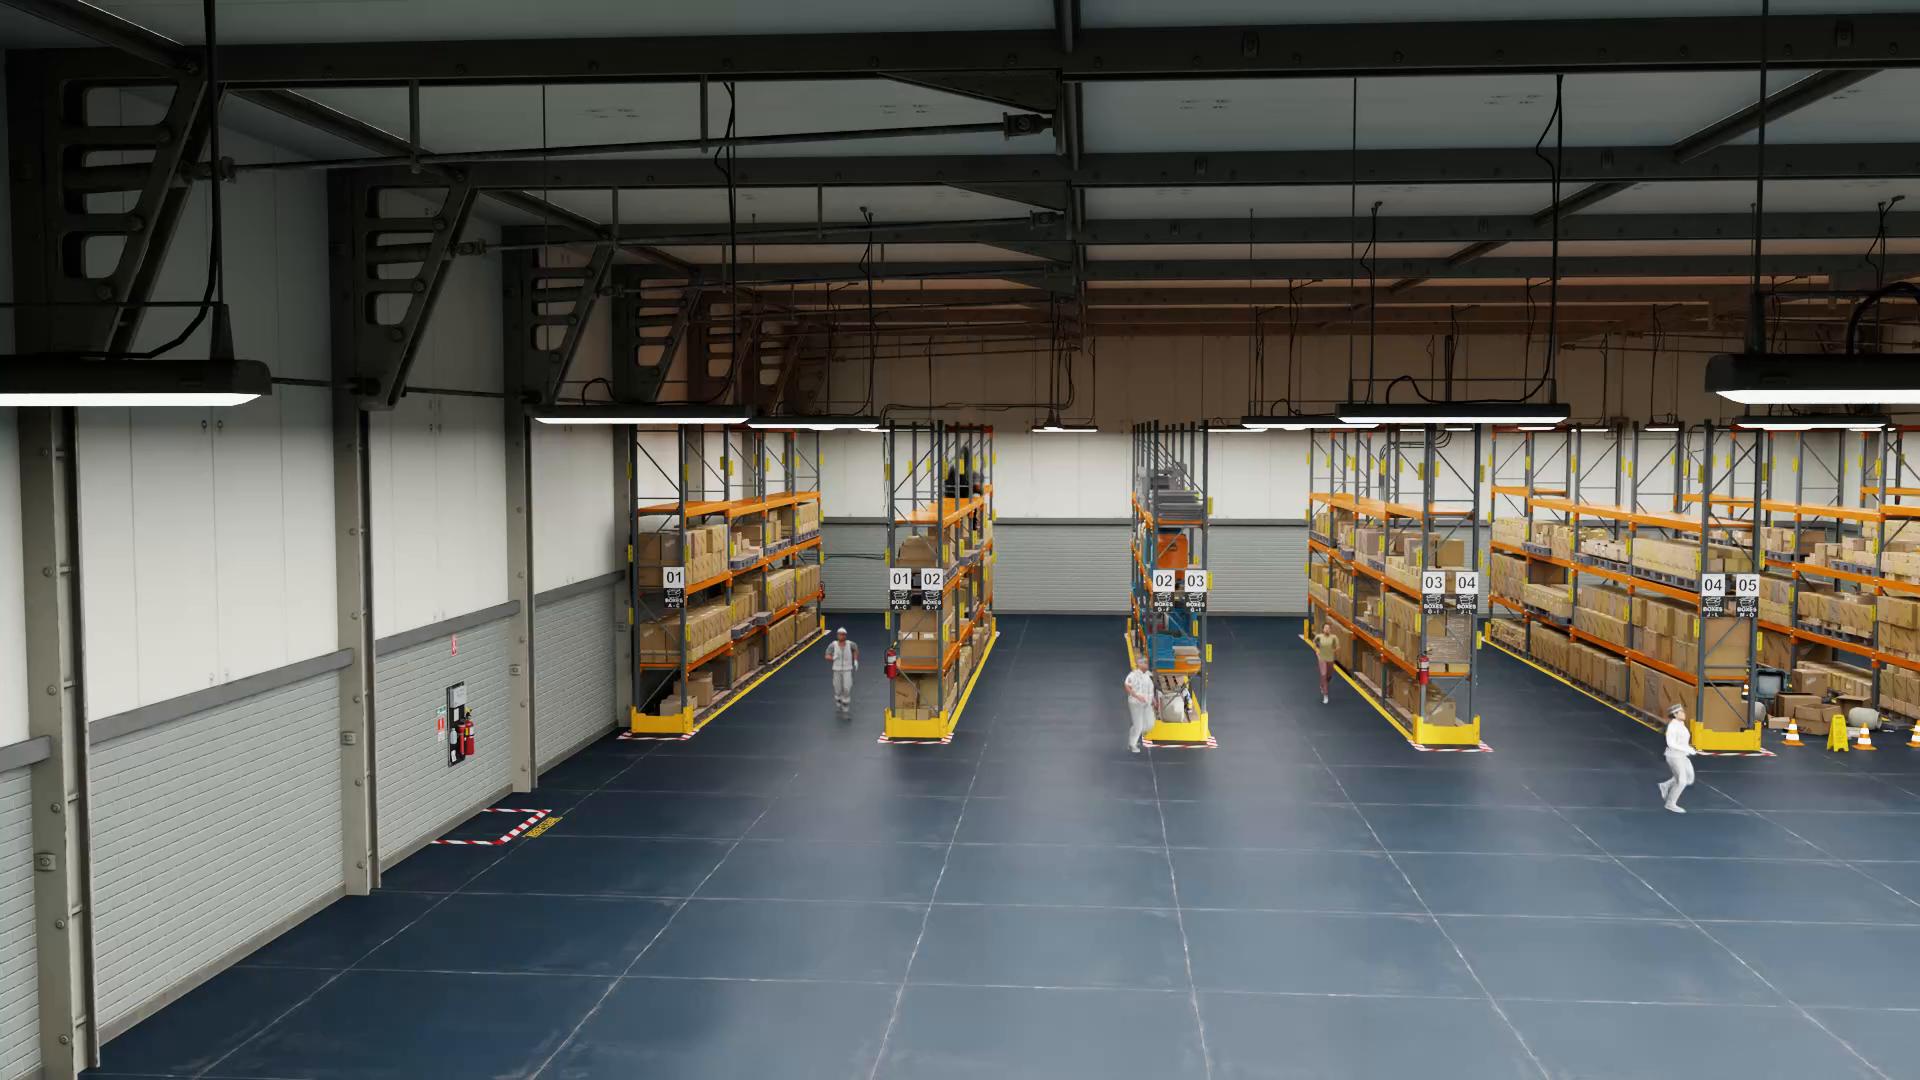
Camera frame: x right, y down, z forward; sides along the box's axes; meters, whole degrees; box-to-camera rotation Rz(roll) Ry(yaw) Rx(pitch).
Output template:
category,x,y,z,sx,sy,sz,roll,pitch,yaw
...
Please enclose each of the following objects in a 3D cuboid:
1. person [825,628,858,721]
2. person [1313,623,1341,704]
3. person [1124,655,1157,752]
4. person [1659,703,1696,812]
category,x,y,z,sx,sy,sz,roll,pitch,yaw
person,-2.397,2.684,33.667,0.662,1.846,0.836,0,4,-3
person,7.936,2.622,35.932,0.542,1.693,1.085,0,4,-1
person,3.305,2.951,30.155,0.709,1.740,0.527,-3,5,-39
person,10.923,3.296,25.276,0.537,1.665,0.658,3,5,38
